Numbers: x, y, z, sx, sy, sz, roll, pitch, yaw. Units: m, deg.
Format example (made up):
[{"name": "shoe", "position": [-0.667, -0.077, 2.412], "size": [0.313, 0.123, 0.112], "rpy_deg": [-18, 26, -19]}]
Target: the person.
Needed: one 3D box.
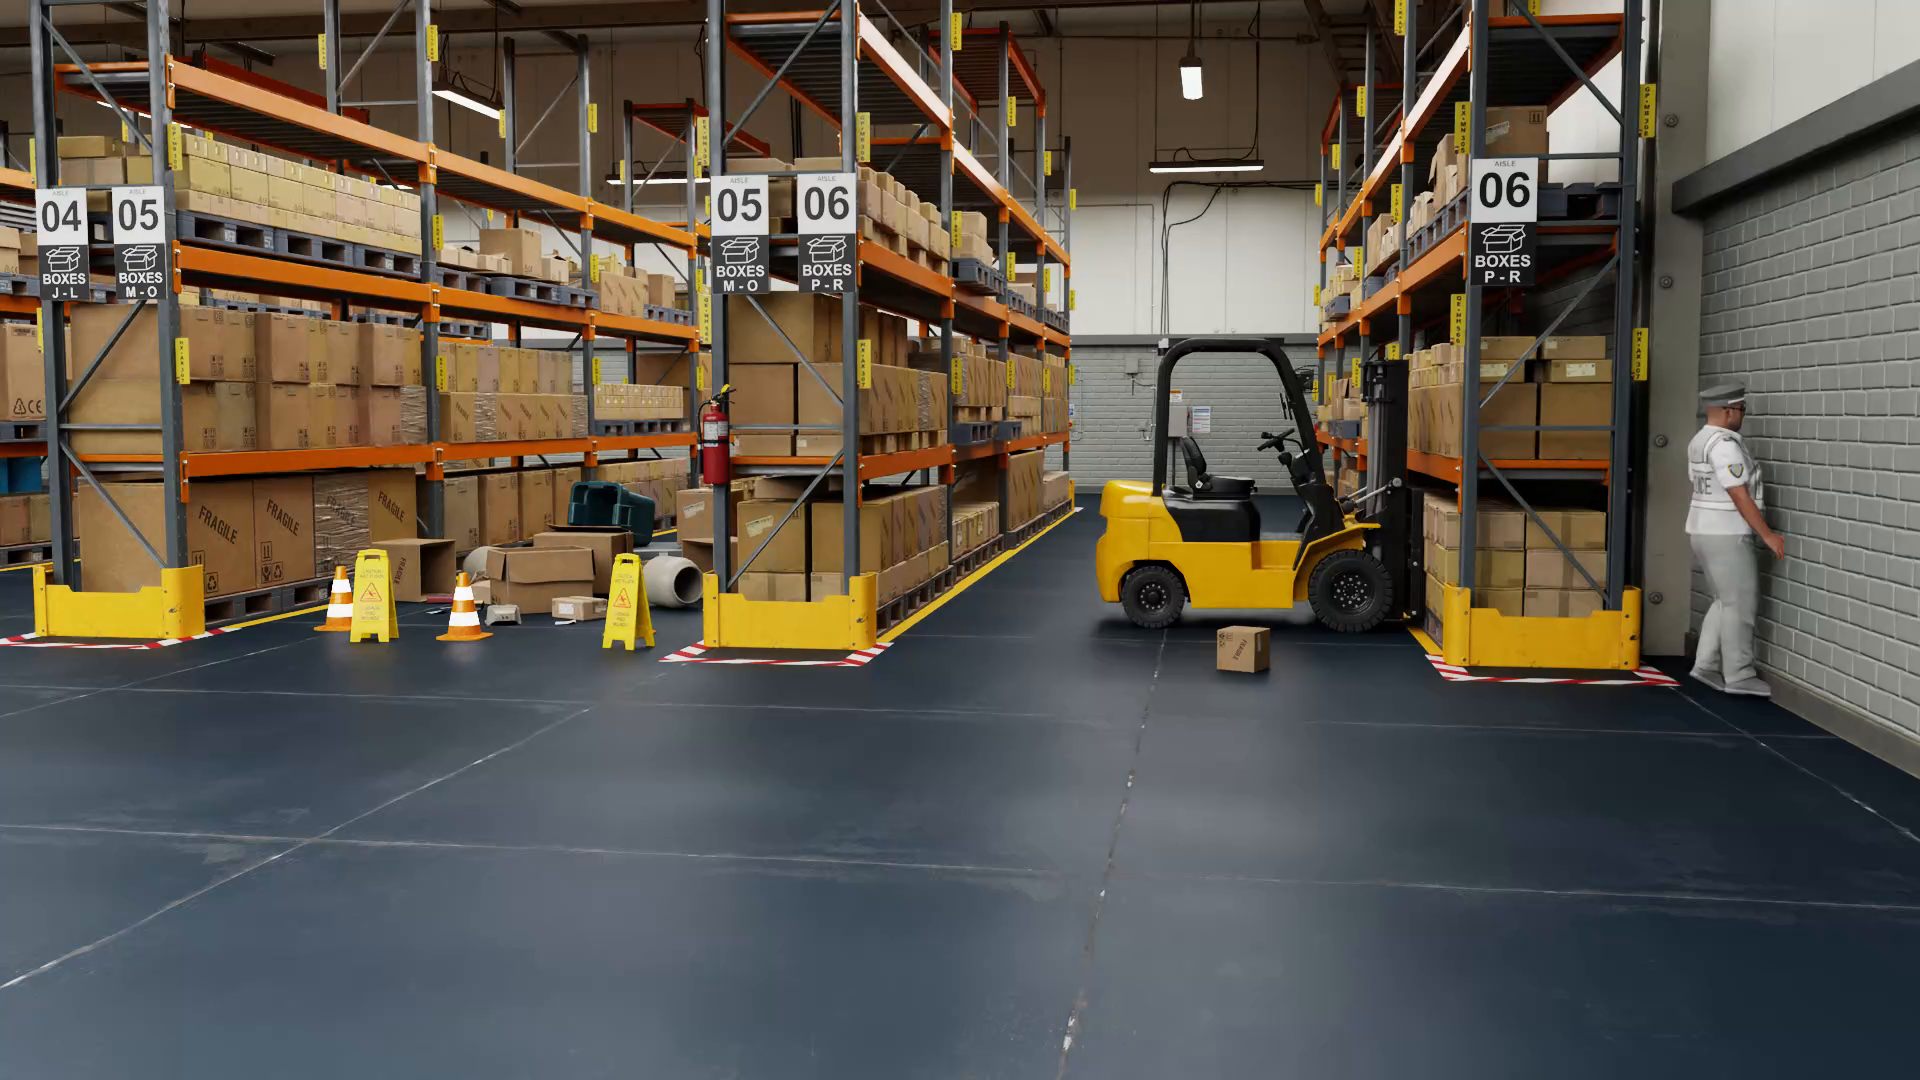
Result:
[{"name": "person", "position": [4.405, 0.024, 9.418], "size": [0.522, 1.829, 0.558], "rpy_deg": [1, 4, 9]}]
